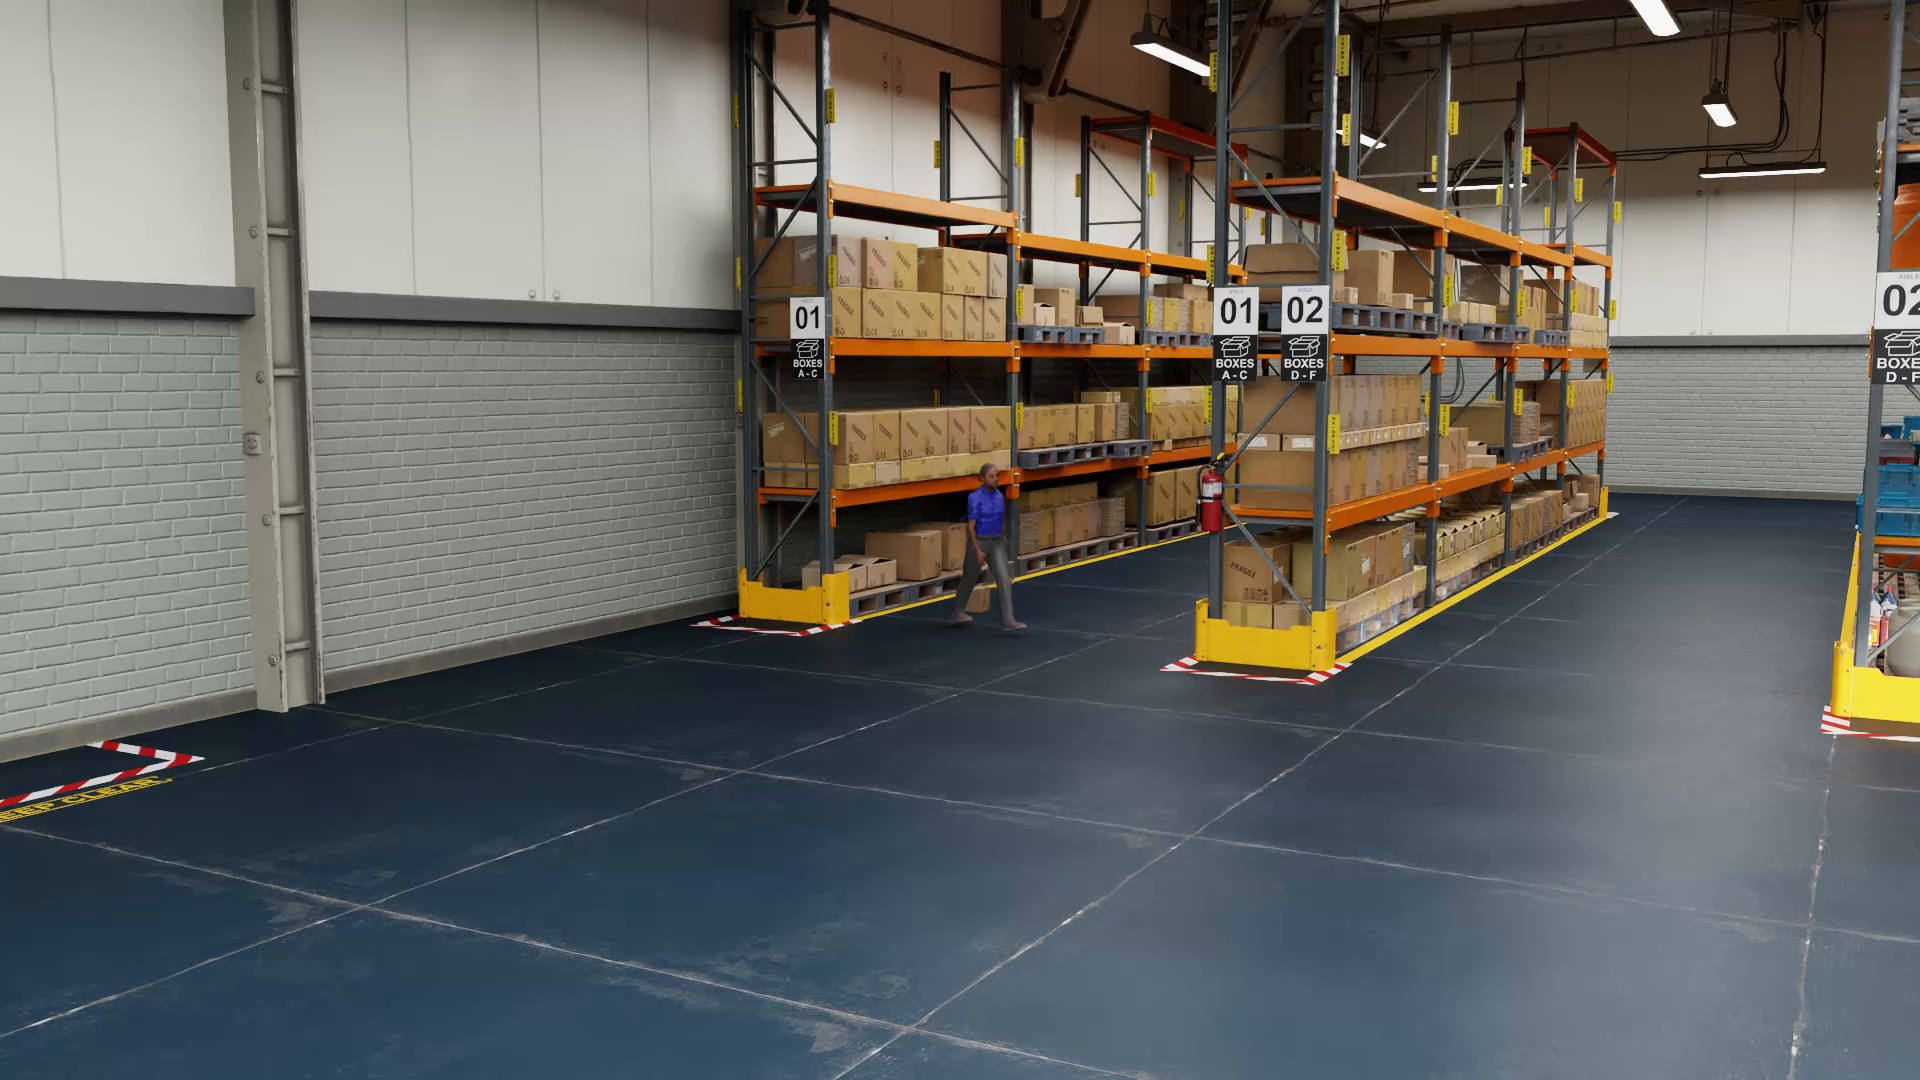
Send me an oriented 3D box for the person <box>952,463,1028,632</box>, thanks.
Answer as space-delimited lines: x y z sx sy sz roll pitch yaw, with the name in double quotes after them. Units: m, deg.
0.255 0.061 15.859 0.450 1.555 1.049 -4 7 -31 "person"
